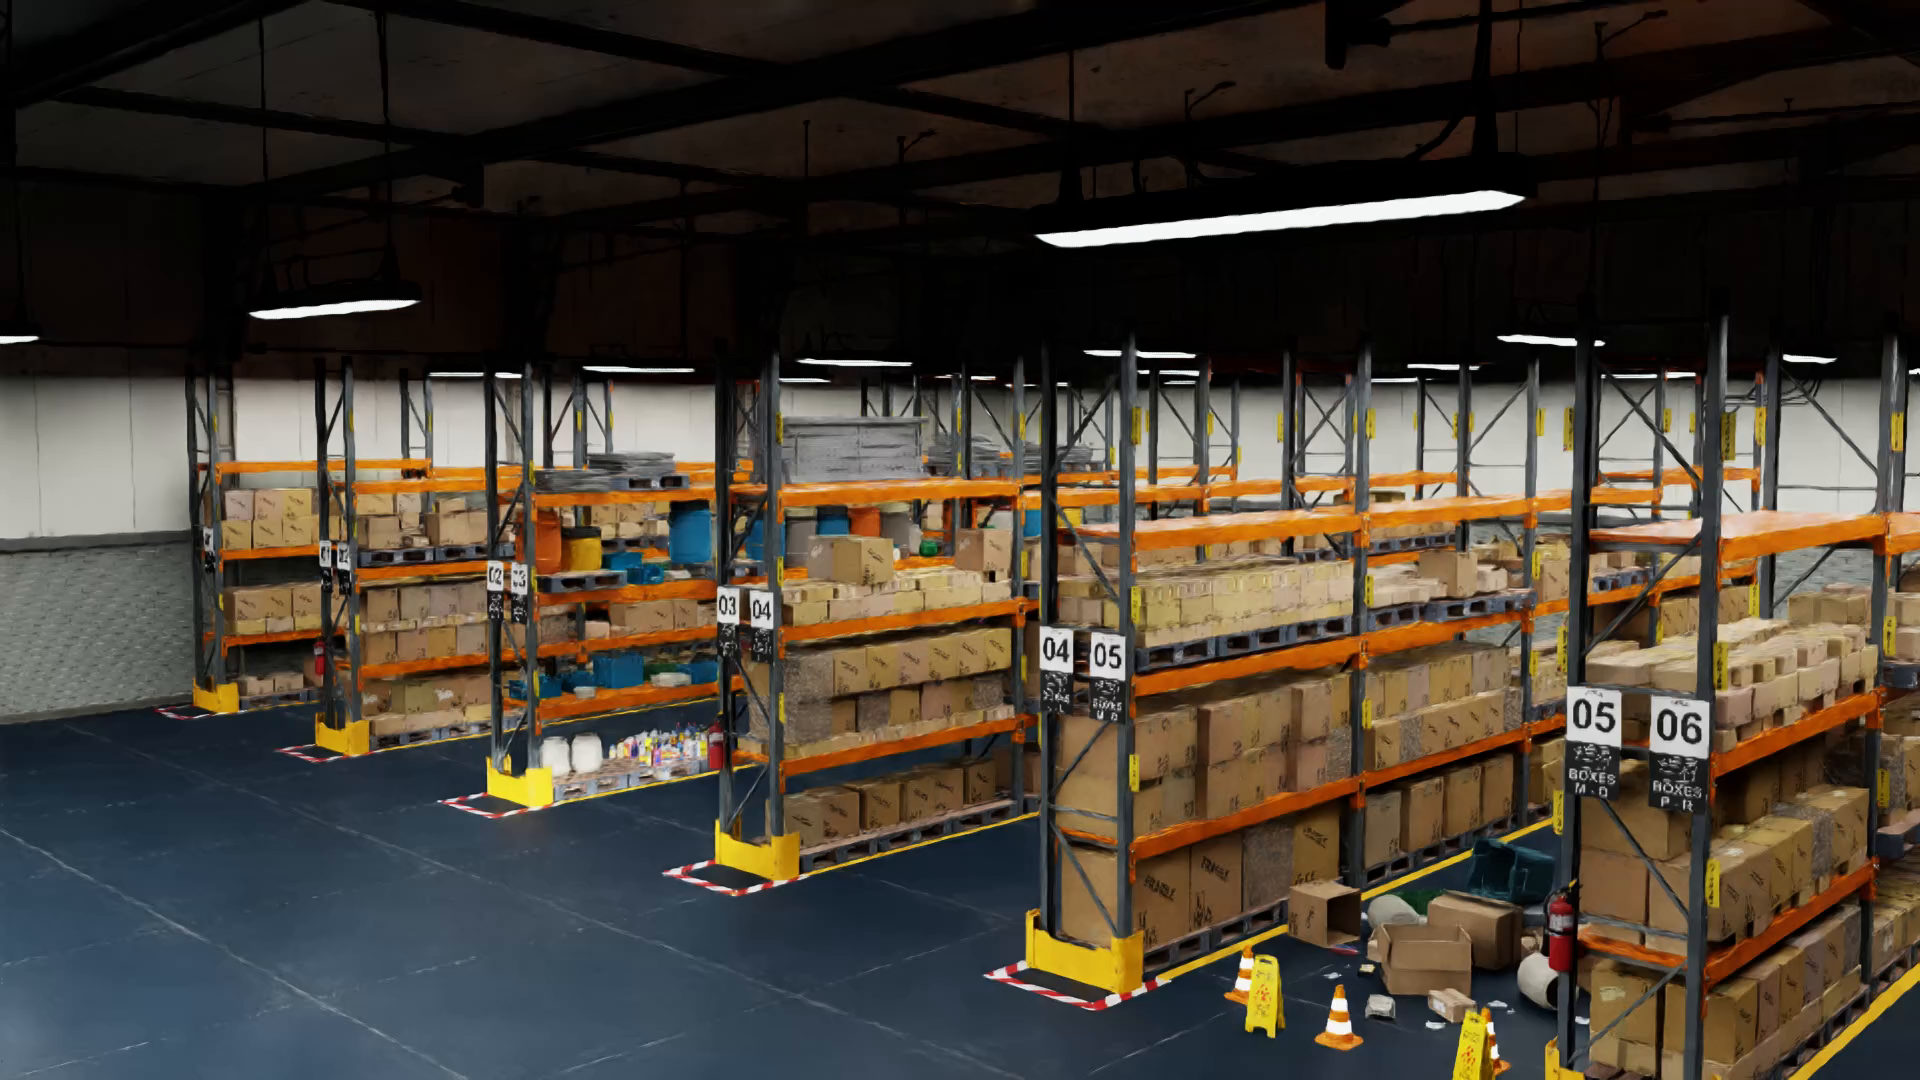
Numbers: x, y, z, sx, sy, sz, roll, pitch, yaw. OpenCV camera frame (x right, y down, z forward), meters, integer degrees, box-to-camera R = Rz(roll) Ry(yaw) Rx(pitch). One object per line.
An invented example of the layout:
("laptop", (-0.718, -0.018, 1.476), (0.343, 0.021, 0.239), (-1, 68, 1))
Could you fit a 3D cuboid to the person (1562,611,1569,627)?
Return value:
("person", (11.849, 1.916, 31.967), (0.598, 1.619, 0.507), (4, 6, 41))
